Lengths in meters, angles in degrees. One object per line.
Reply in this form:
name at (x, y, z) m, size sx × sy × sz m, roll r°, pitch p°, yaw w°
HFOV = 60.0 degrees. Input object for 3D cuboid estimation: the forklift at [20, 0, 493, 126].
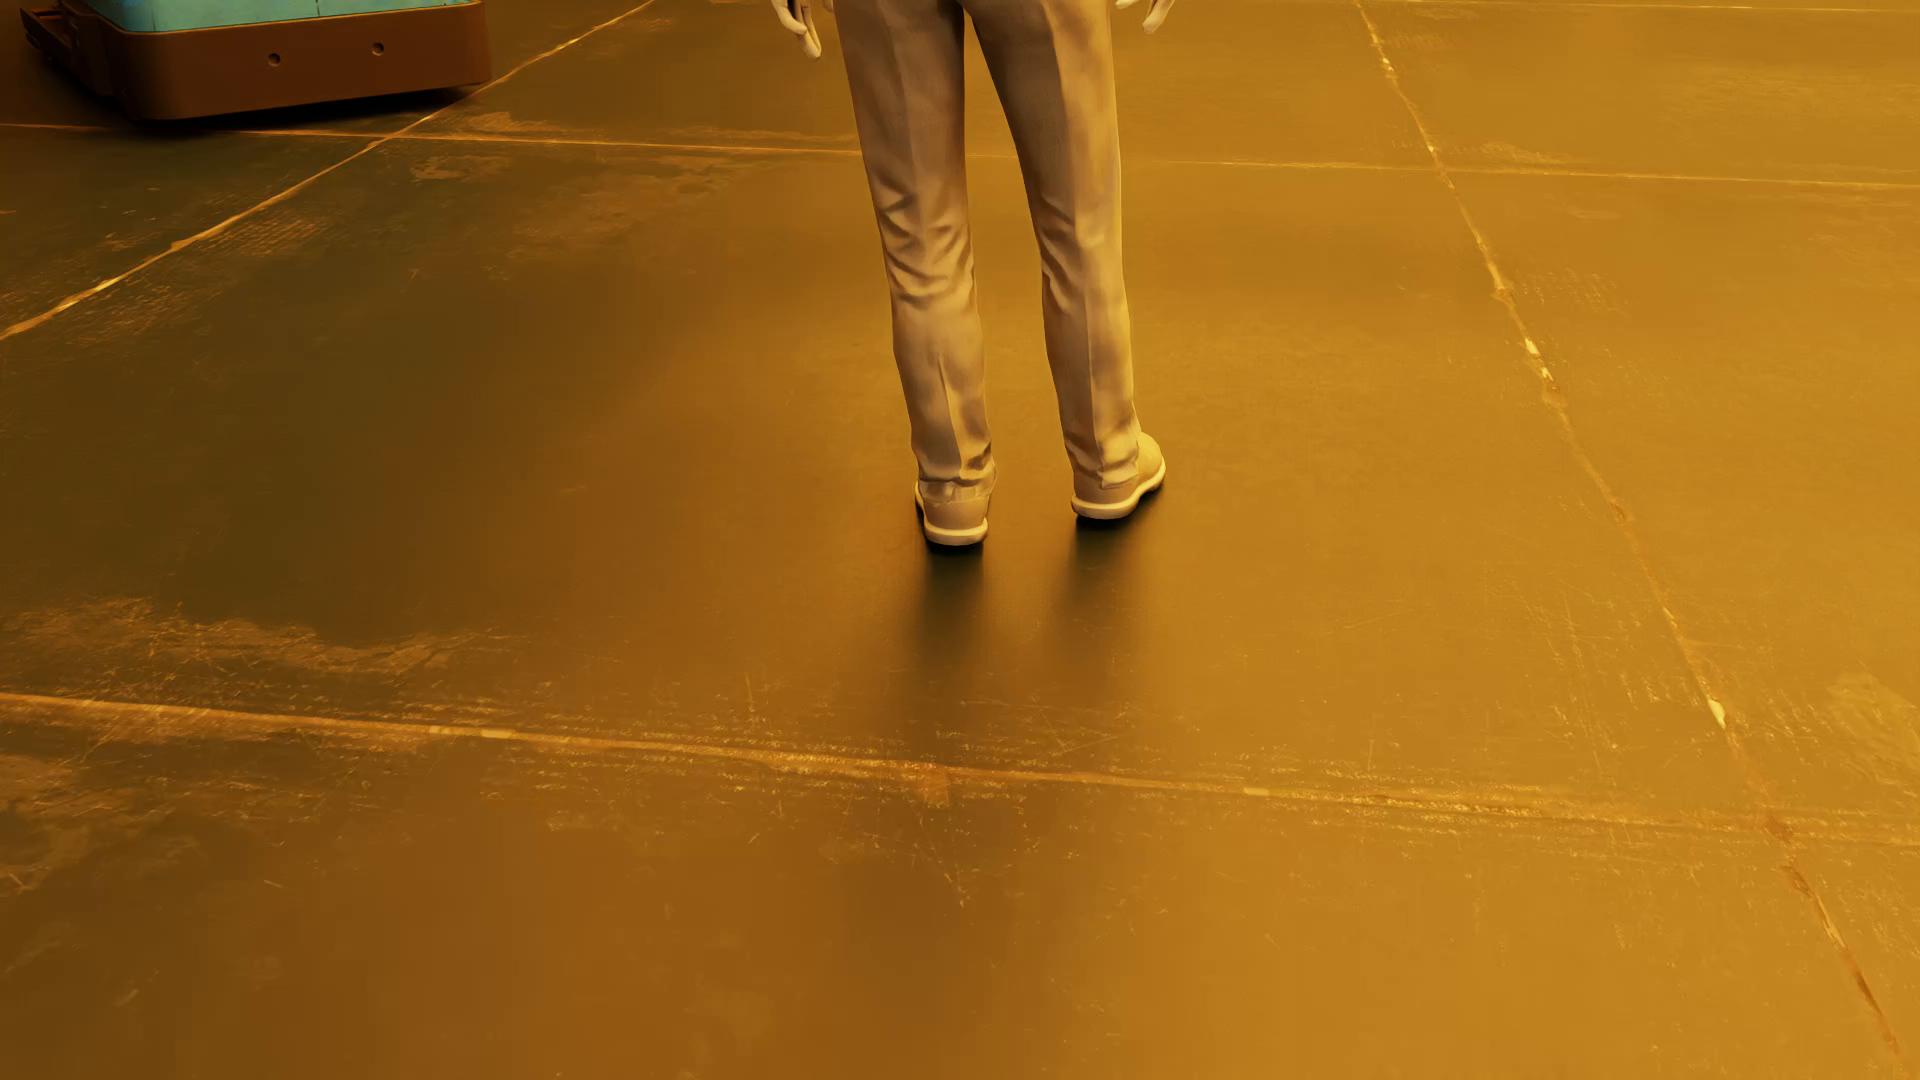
forklift at (-2.738, -3.110, 5.451) m, size 1.130 × 2.935 × 3.031 m, roll -17°, pitch 31°, yaw -31°

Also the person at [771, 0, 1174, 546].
person at (0.016, -0.795, 2.179) m, size 0.586 × 1.694 × 0.530 m, roll 3°, pitch 27°, yaw 7°
